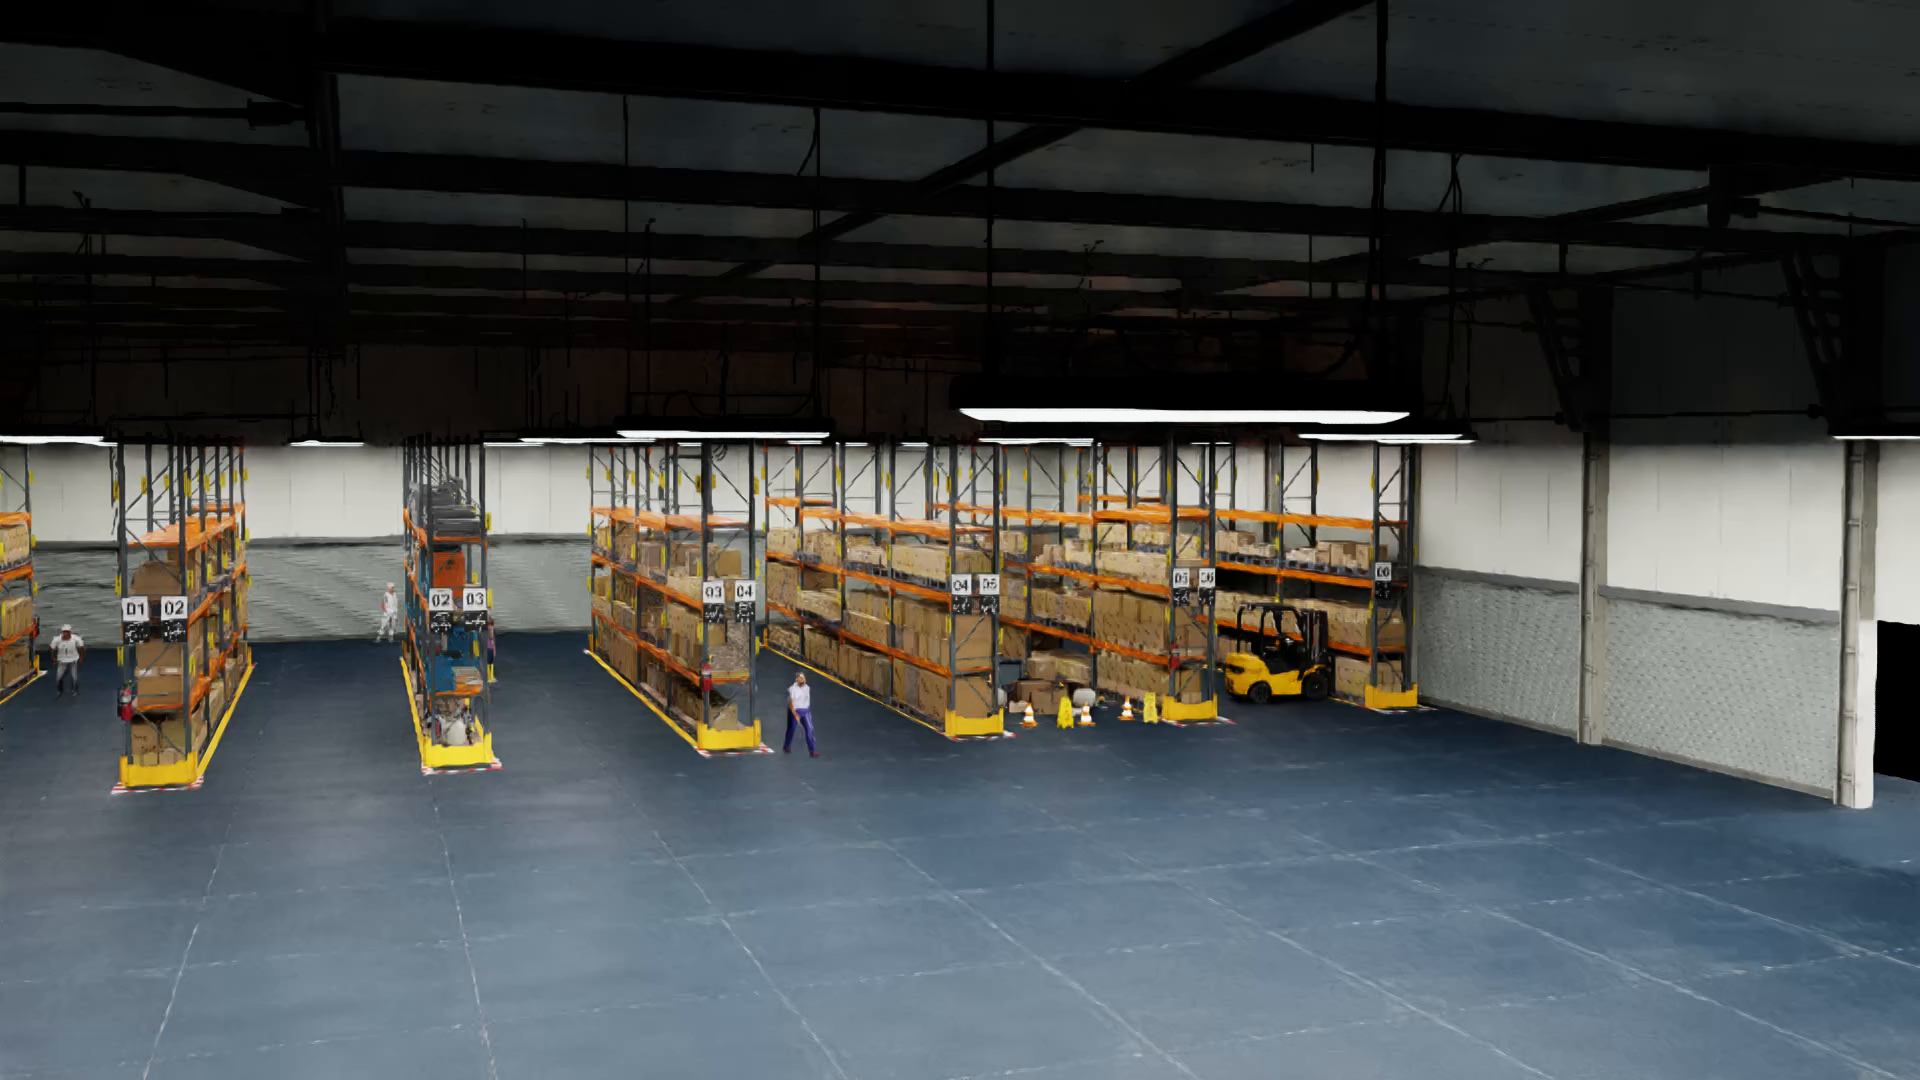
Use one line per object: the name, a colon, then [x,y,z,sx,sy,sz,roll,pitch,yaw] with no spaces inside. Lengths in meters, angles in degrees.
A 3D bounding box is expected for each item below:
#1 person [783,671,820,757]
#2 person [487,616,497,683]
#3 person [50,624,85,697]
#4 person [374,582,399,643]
person: [-2.978,3.210,30.809,0.478,1.580,1.000,-2,4,-28]
person: [-11.441,2.662,40.562,0.422,1.601,0.499,-2,4,-37]
person: [-20.450,2.763,38.090,0.719,1.714,0.578,-1,3,-22]
person: [-16.840,2.138,48.786,0.500,1.777,0.722,2,4,26]
